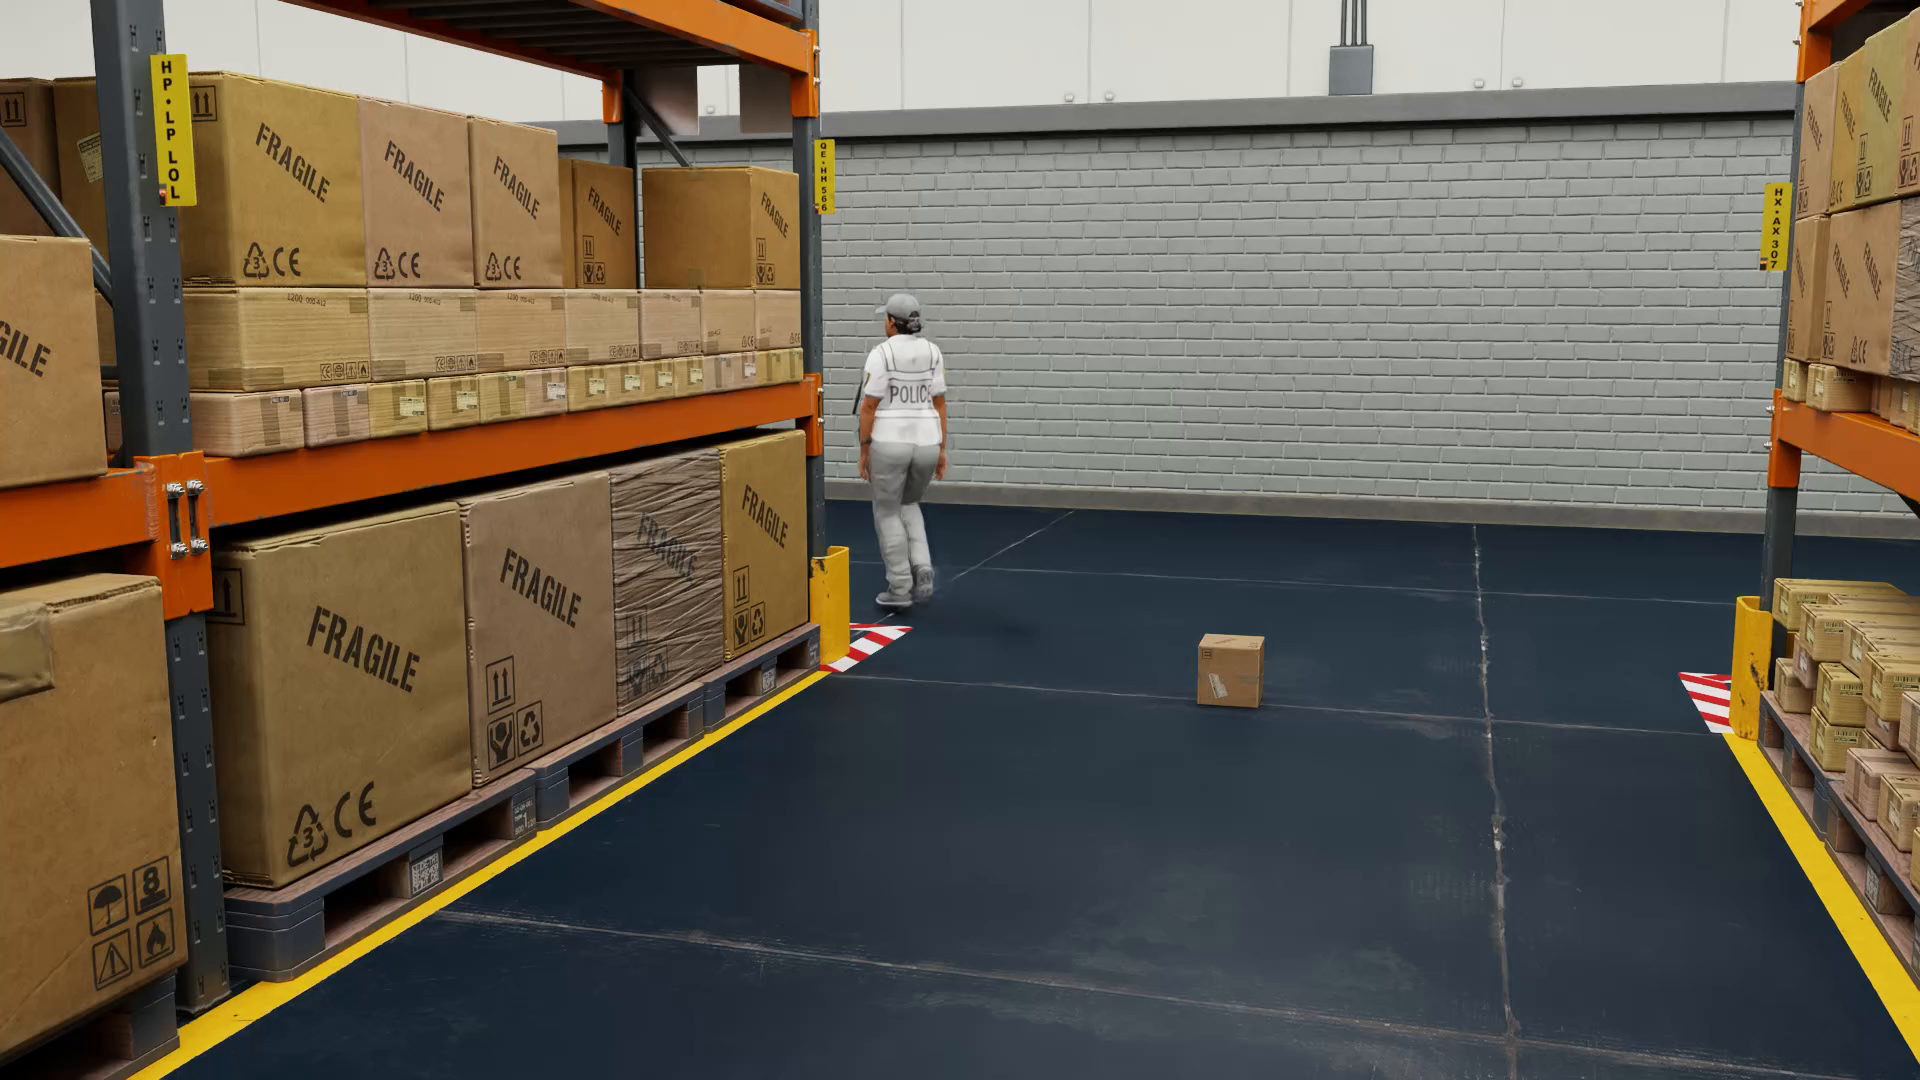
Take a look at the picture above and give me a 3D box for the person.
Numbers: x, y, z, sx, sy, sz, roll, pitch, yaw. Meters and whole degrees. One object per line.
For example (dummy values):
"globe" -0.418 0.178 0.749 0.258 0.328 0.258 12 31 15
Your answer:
"person" -0.343 -0.464 8.866 0.485 1.690 0.468 -6 10 -34
